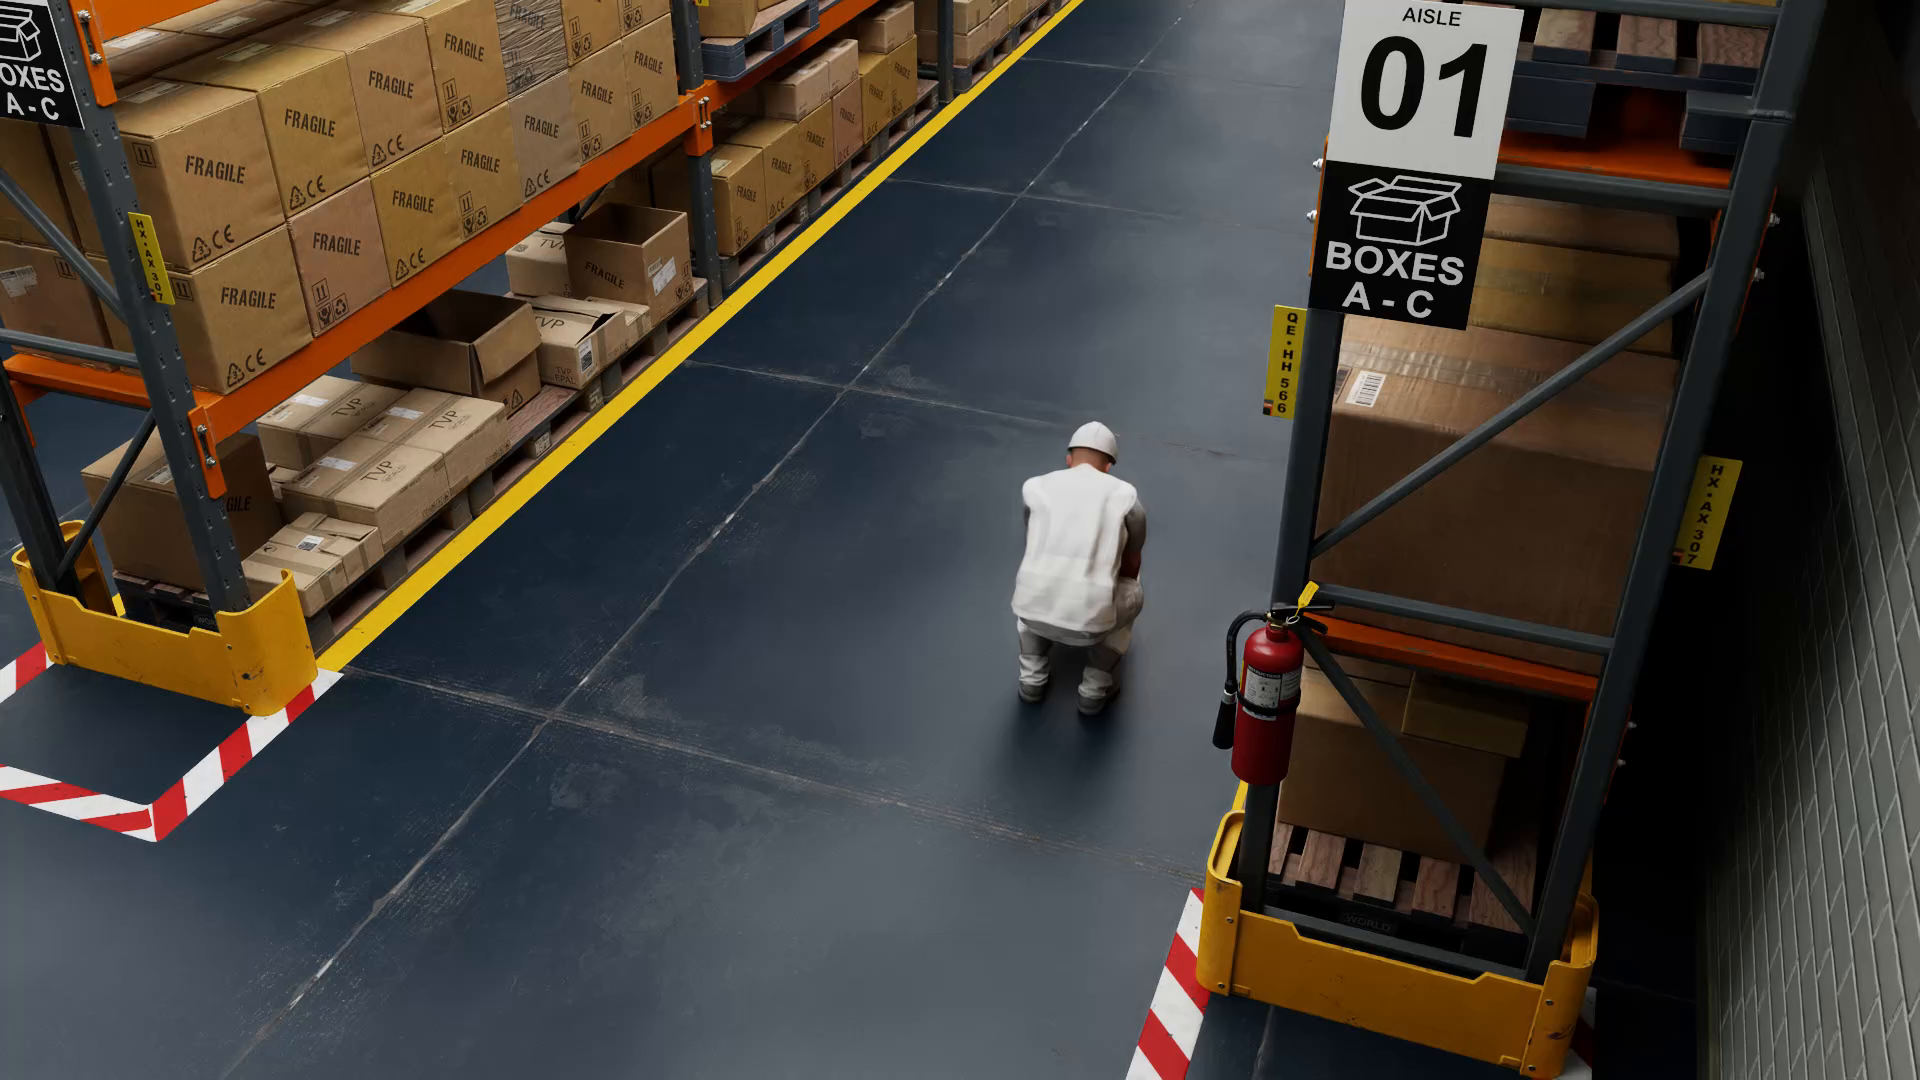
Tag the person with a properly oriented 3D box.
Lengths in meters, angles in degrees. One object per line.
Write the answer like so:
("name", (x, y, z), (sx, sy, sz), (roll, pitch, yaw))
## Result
("person", (0.475, 0.124, 6.664), (0.542, 0.993, 0.907), (10, 34, 15))
